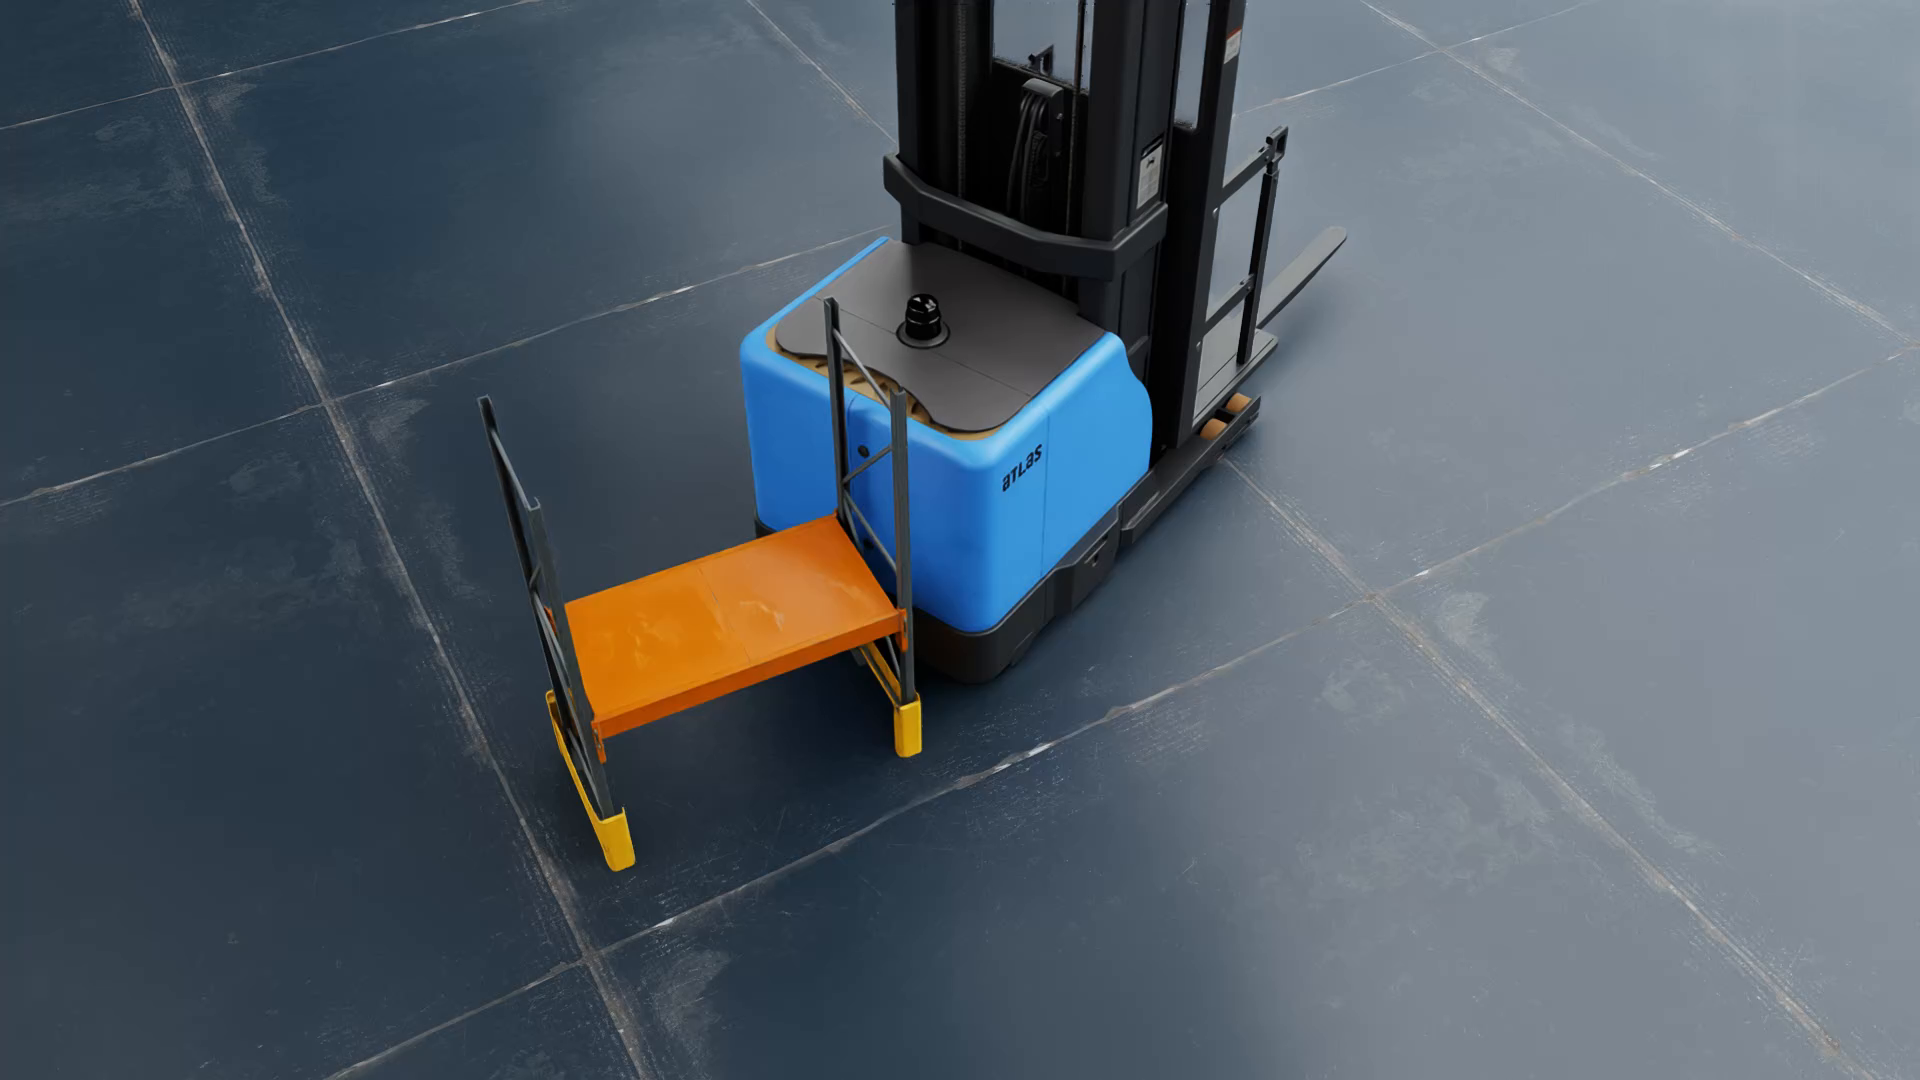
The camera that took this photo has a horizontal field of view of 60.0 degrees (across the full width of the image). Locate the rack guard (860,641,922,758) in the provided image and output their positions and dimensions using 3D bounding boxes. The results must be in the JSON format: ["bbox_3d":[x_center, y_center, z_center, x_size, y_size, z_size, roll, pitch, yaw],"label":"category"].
[{"bbox_3d":[-0.288,0.442,5.615,0.087,0.250,0.587,-19,47,-19],"label":"rack guard"}]

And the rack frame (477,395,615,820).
[{"bbox_3d":[-1.179,0.306,4.858,0.032,1.500,0.500,-19,47,-19],"label":"rack frame"}]

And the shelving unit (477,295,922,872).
[{"bbox_3d":[-0.733,0.149,5.019,1.083,1.500,0.587,-19,47,-19],"label":"shelving unit"}]

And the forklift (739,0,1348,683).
[{"bbox_3d":[0.545,-1.548,5.741,1.130,2.935,3.031,27,50,25],"label":"forklift"}]

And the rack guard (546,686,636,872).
[{"bbox_3d":[-1.178,0.754,5.294,0.087,0.250,0.587,-19,47,-19],"label":"rack guard"}]

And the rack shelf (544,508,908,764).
[{"bbox_3d":[-0.725,0.276,5.147,1.000,0.185,0.538,-19,47,-19],"label":"rack shelf"}]

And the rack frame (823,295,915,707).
[{"bbox_3d":[-0.271,-0.013,5.186,0.032,1.500,0.500,-19,47,-19],"label":"rack frame"}]
